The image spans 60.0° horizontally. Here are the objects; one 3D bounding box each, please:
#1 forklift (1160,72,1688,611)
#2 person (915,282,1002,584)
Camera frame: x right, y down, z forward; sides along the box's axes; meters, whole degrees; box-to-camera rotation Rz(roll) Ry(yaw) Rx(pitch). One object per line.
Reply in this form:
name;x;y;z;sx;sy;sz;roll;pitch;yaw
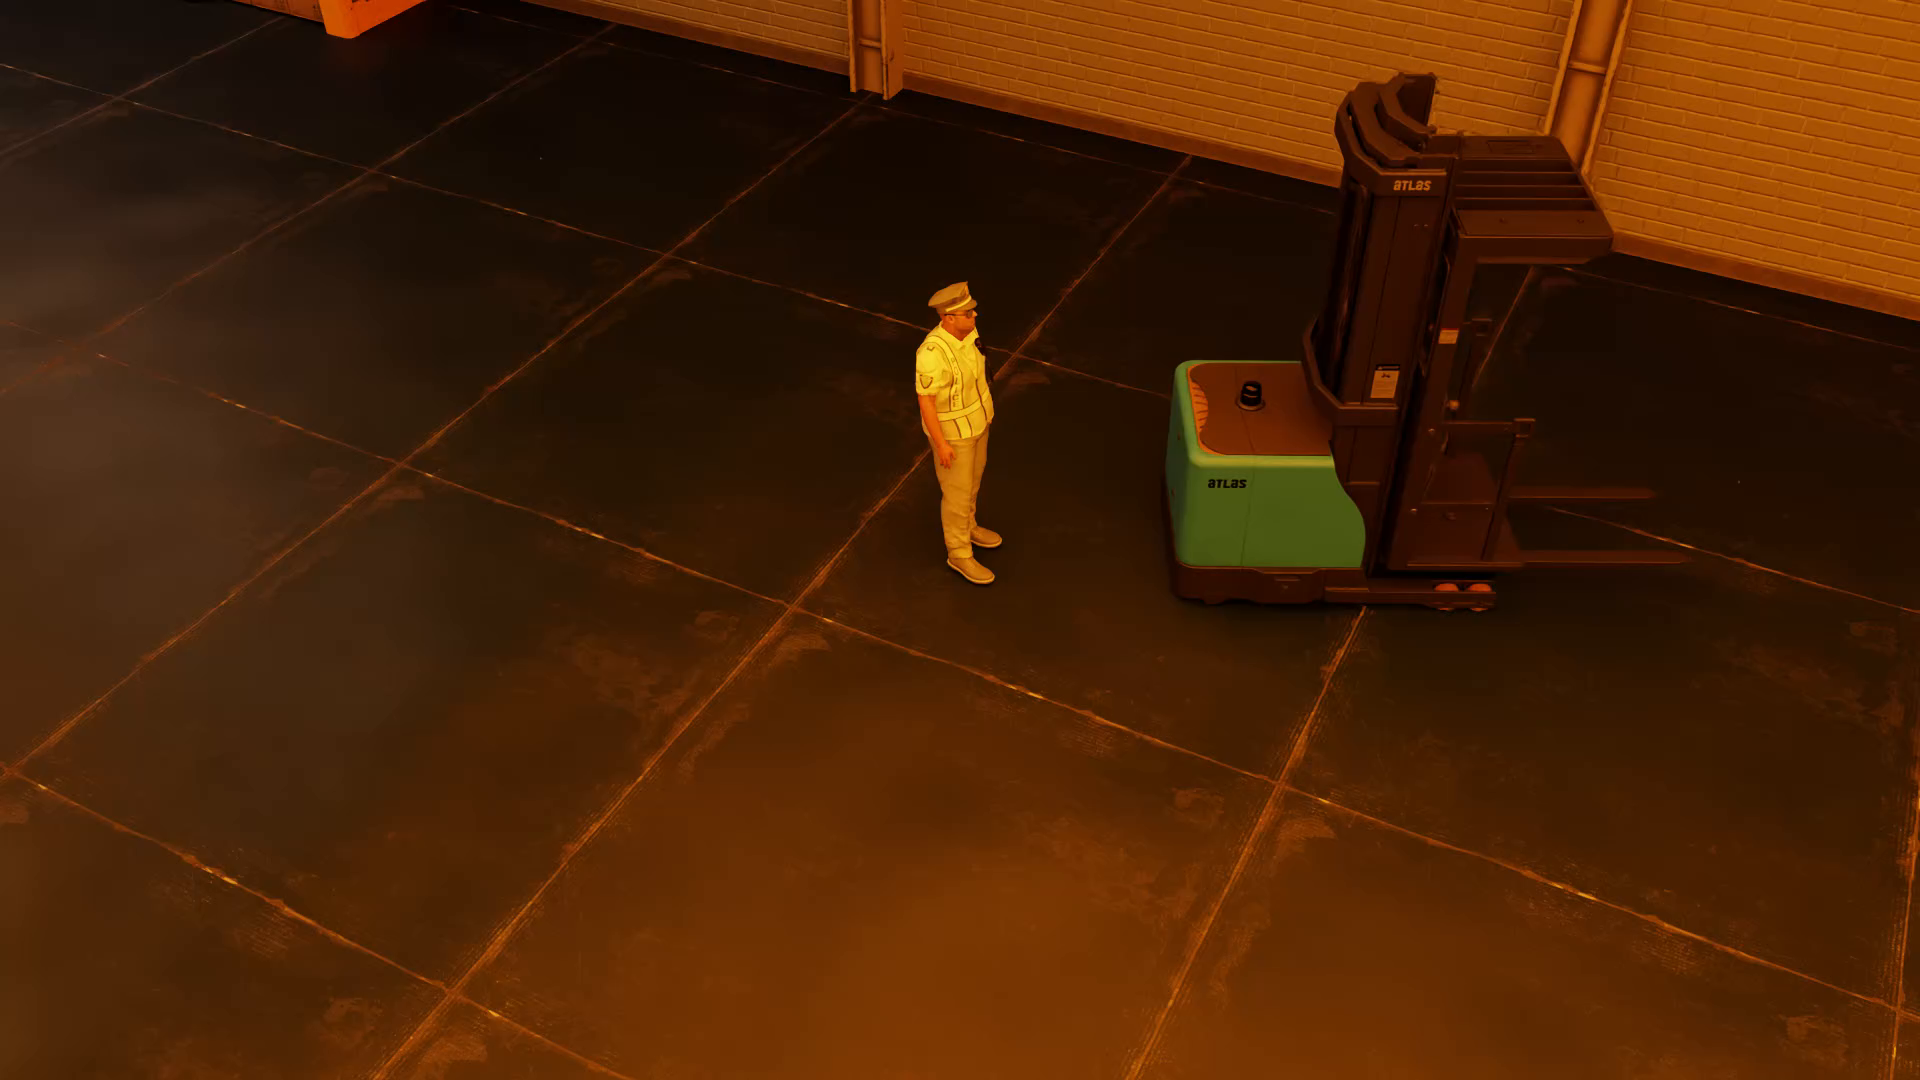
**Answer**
forklift;2.770;-1.051;9.234;3.031;2.935;1.130;0;40;0
person;0.064;-0.658;9.647;0.574;1.781;0.641;18;43;21
